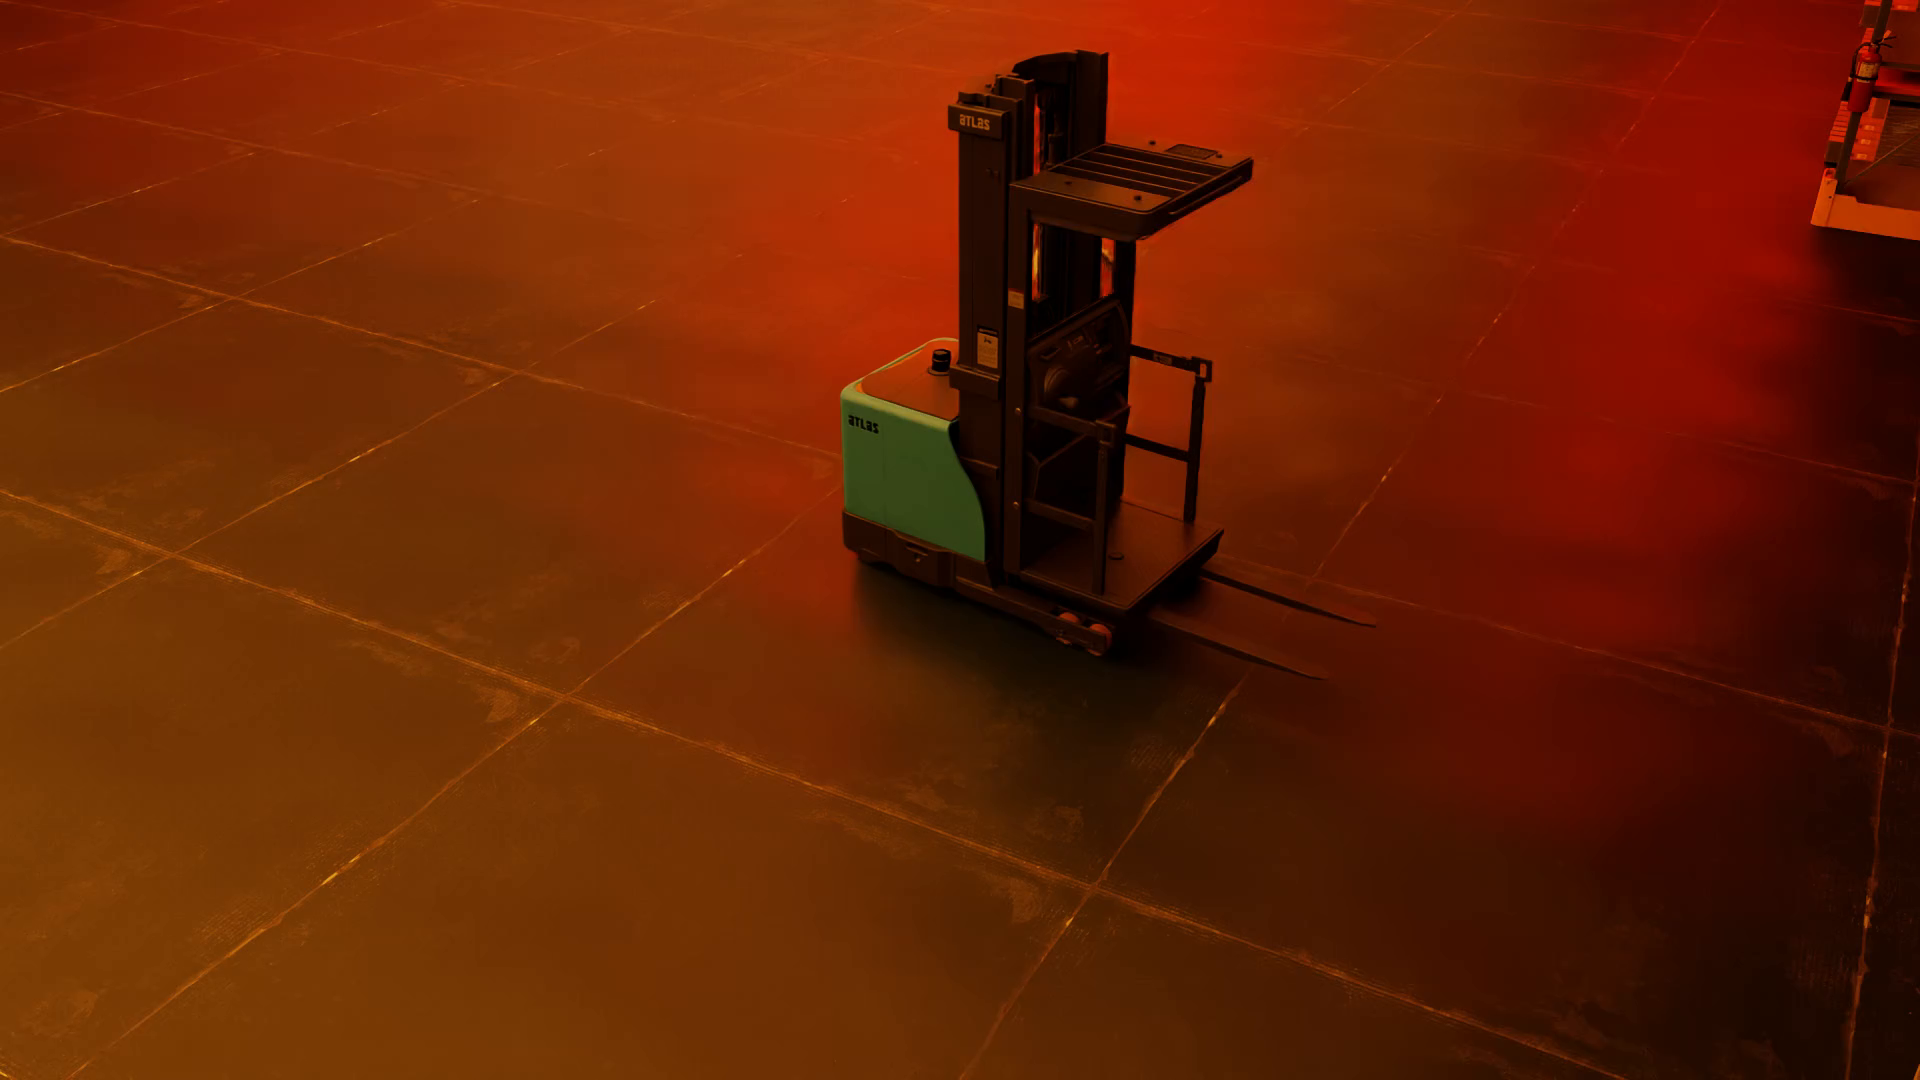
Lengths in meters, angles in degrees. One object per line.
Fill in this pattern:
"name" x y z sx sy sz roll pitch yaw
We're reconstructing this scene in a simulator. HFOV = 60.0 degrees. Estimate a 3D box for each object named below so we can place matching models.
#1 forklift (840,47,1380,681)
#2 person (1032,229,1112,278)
"forklift" 0.802 -0.952 8.720 3.031 2.935 1.130 20 35 30
"person" 0.785 -1.880 11.550 0.527 1.728 0.786 7 31 12
